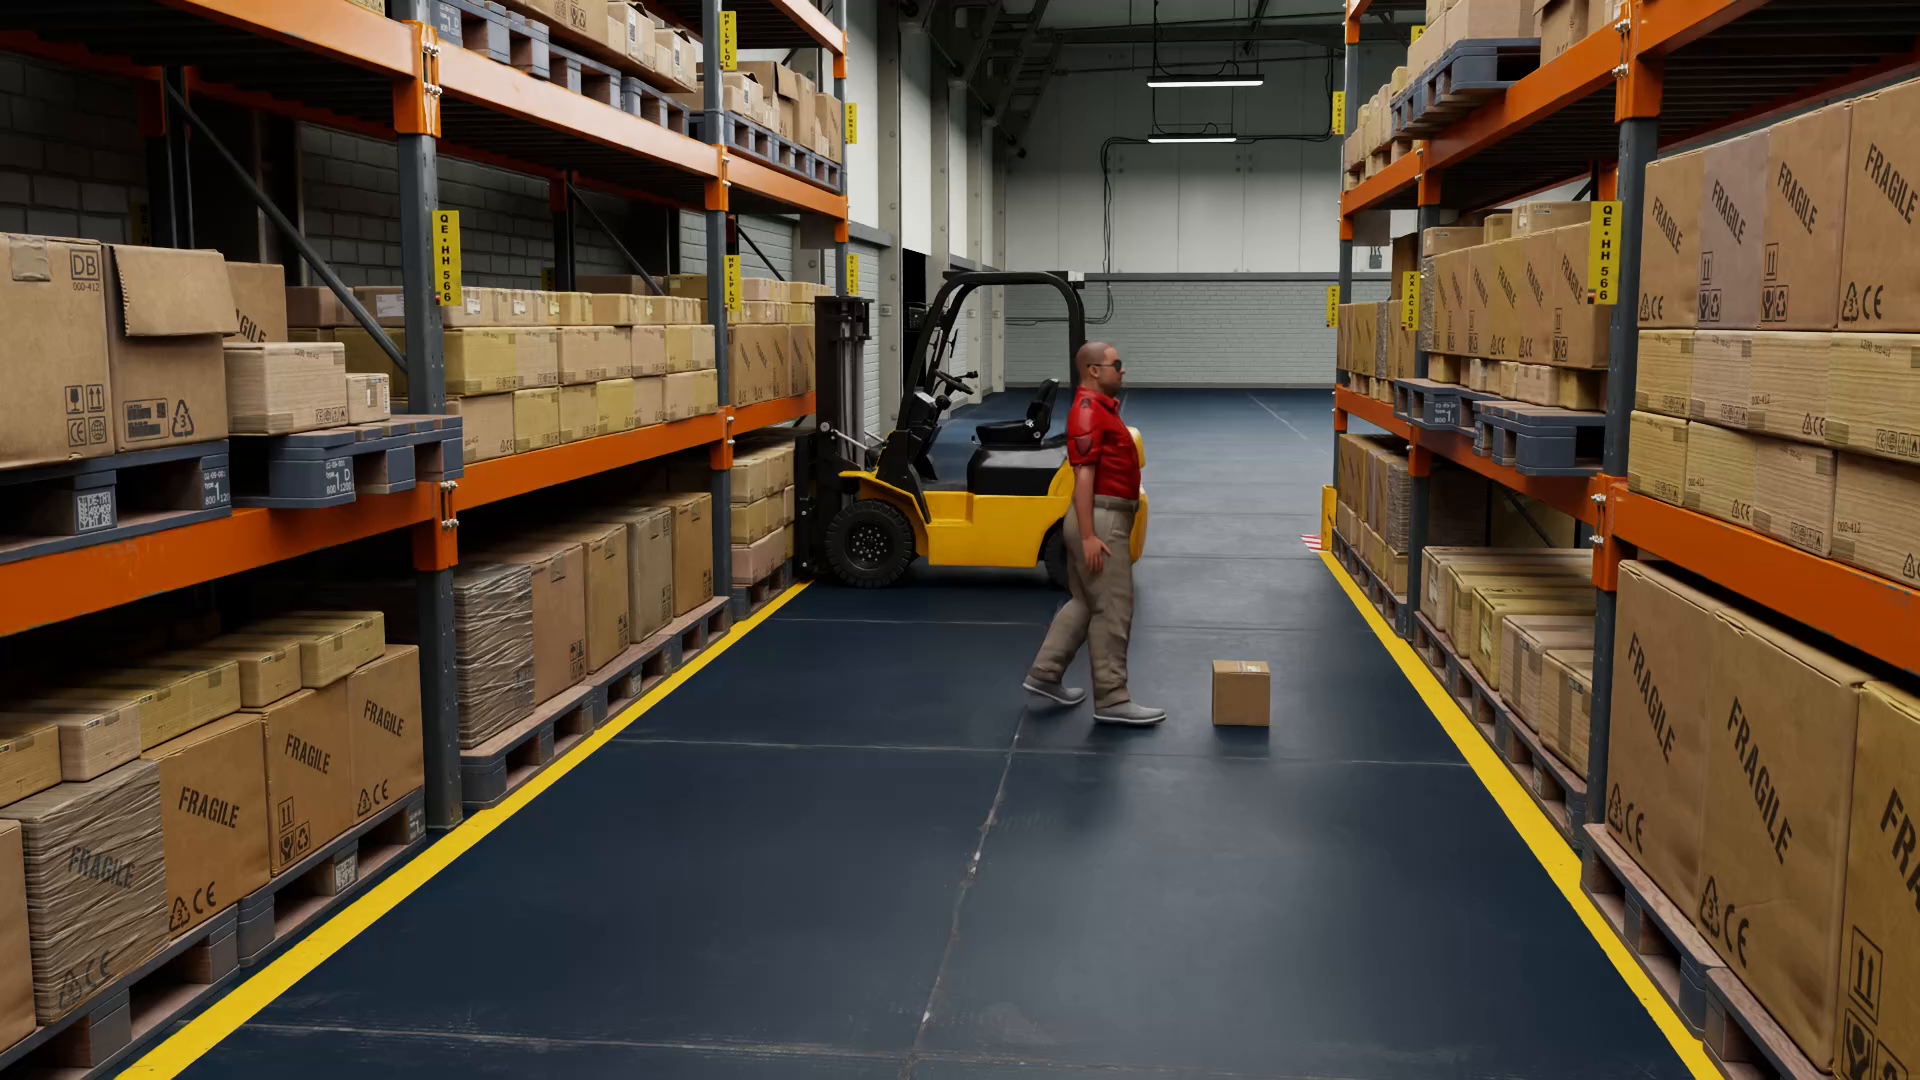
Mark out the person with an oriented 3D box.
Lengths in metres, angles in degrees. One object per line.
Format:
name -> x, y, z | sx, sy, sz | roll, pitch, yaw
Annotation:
person -> 0.614, -0.043, 7.614 | 0.661, 1.725, 0.555 | 0, 8, 3
